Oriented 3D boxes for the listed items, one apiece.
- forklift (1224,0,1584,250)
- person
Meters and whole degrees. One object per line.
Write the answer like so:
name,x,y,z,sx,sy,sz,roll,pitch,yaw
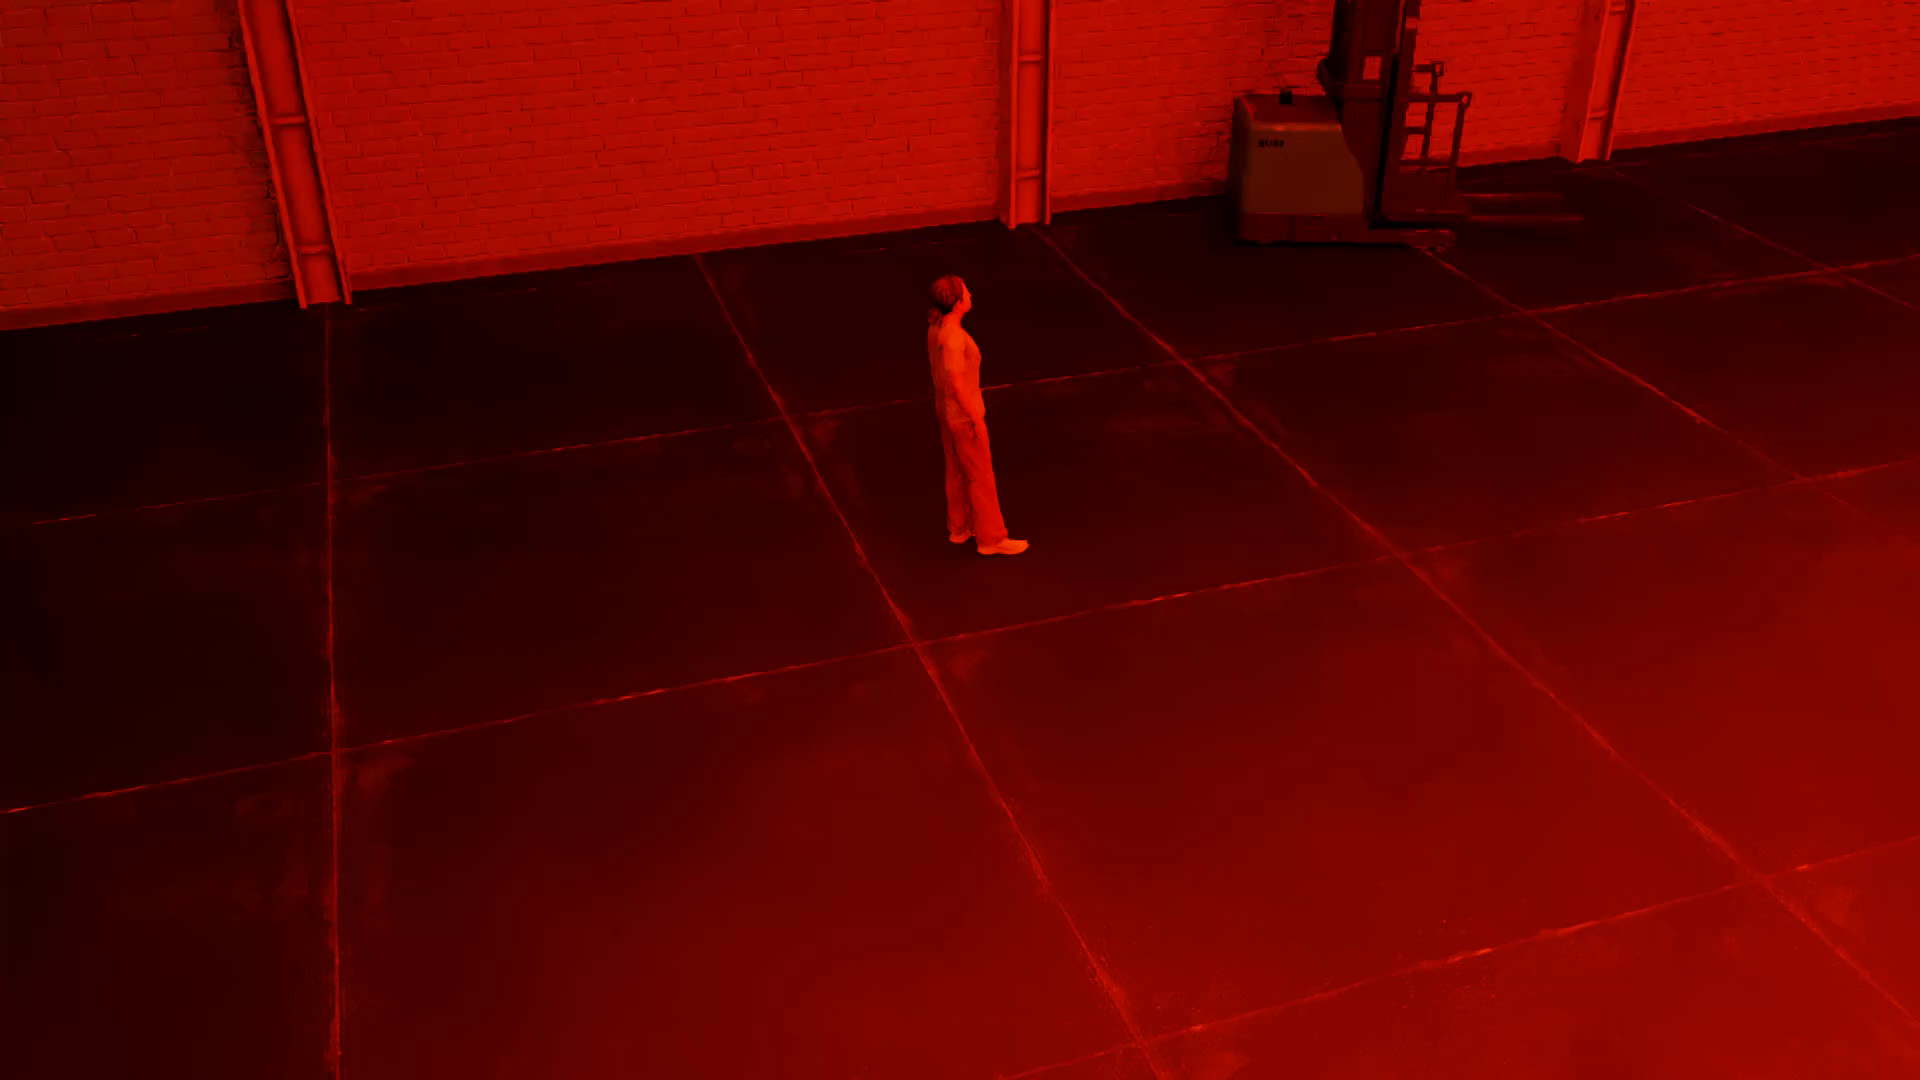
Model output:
forklift,3.918,-4.055,14.134,3.031,2.935,1.130,1,30,1
person,0.074,-0.739,9.616,0.548,1.674,0.554,-10,31,-16
